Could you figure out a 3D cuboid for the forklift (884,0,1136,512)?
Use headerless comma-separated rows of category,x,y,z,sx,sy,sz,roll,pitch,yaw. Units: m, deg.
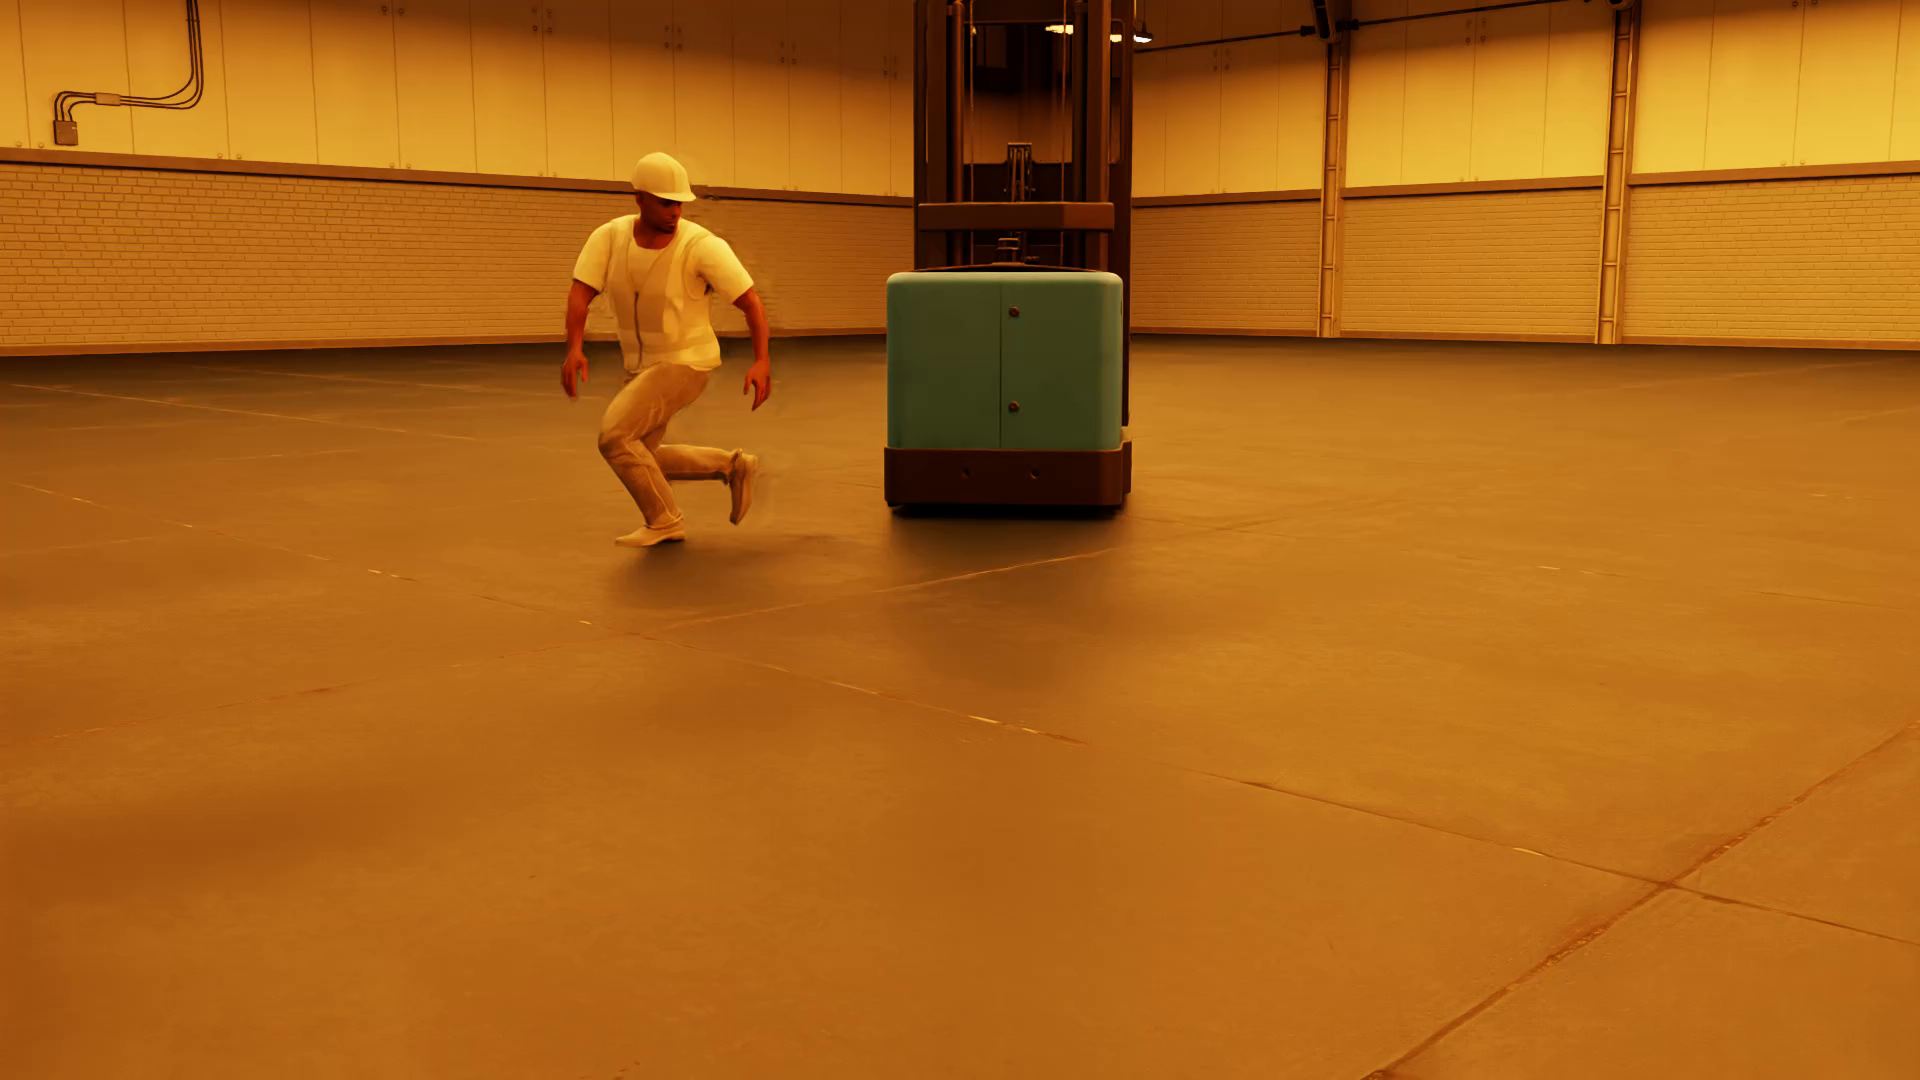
forklift,0.340,-1.757,8.545,1.130,2.935,3.031,1,9,6

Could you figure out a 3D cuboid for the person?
person,-1.116,-0.740,6.595,0.680,1.542,0.833,8,11,42
